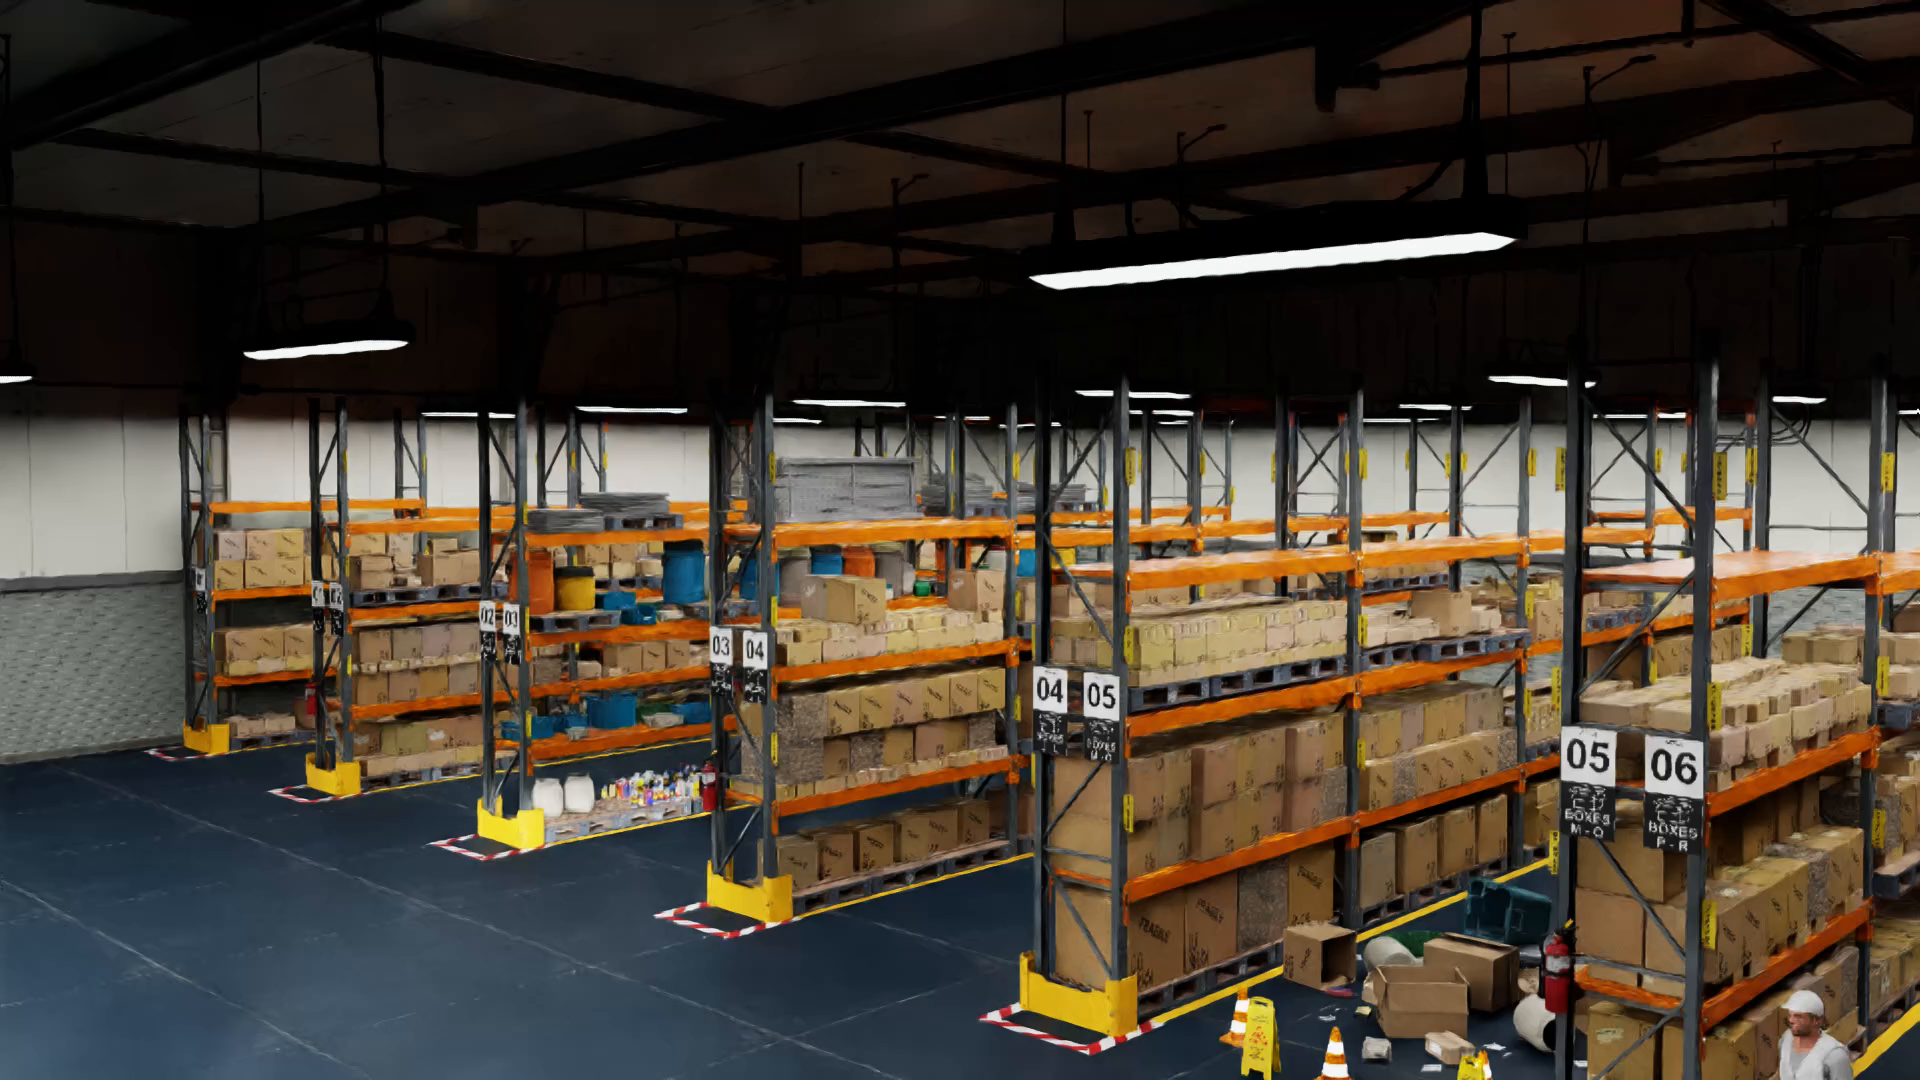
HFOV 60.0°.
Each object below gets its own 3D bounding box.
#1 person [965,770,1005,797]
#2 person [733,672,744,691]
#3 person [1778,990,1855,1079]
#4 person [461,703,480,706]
[{"bbox_3d":[0.471,3.050,24.861,0.481,1.583,1.083,3,4,41],"label":"person"},{"bbox_3d":[-4.557,2.518,34.822,0.420,1.602,0.506,1,3,20],"label":"person"},{"bbox_3d":[5.481,3.740,10.546,0.848,1.758,0.696,-2,3,-27],"label":"person"},{"bbox_3d":[-8.778,2.724,29.985,1.041,1.706,0.567,-2,4,-38],"label":"person"}]
